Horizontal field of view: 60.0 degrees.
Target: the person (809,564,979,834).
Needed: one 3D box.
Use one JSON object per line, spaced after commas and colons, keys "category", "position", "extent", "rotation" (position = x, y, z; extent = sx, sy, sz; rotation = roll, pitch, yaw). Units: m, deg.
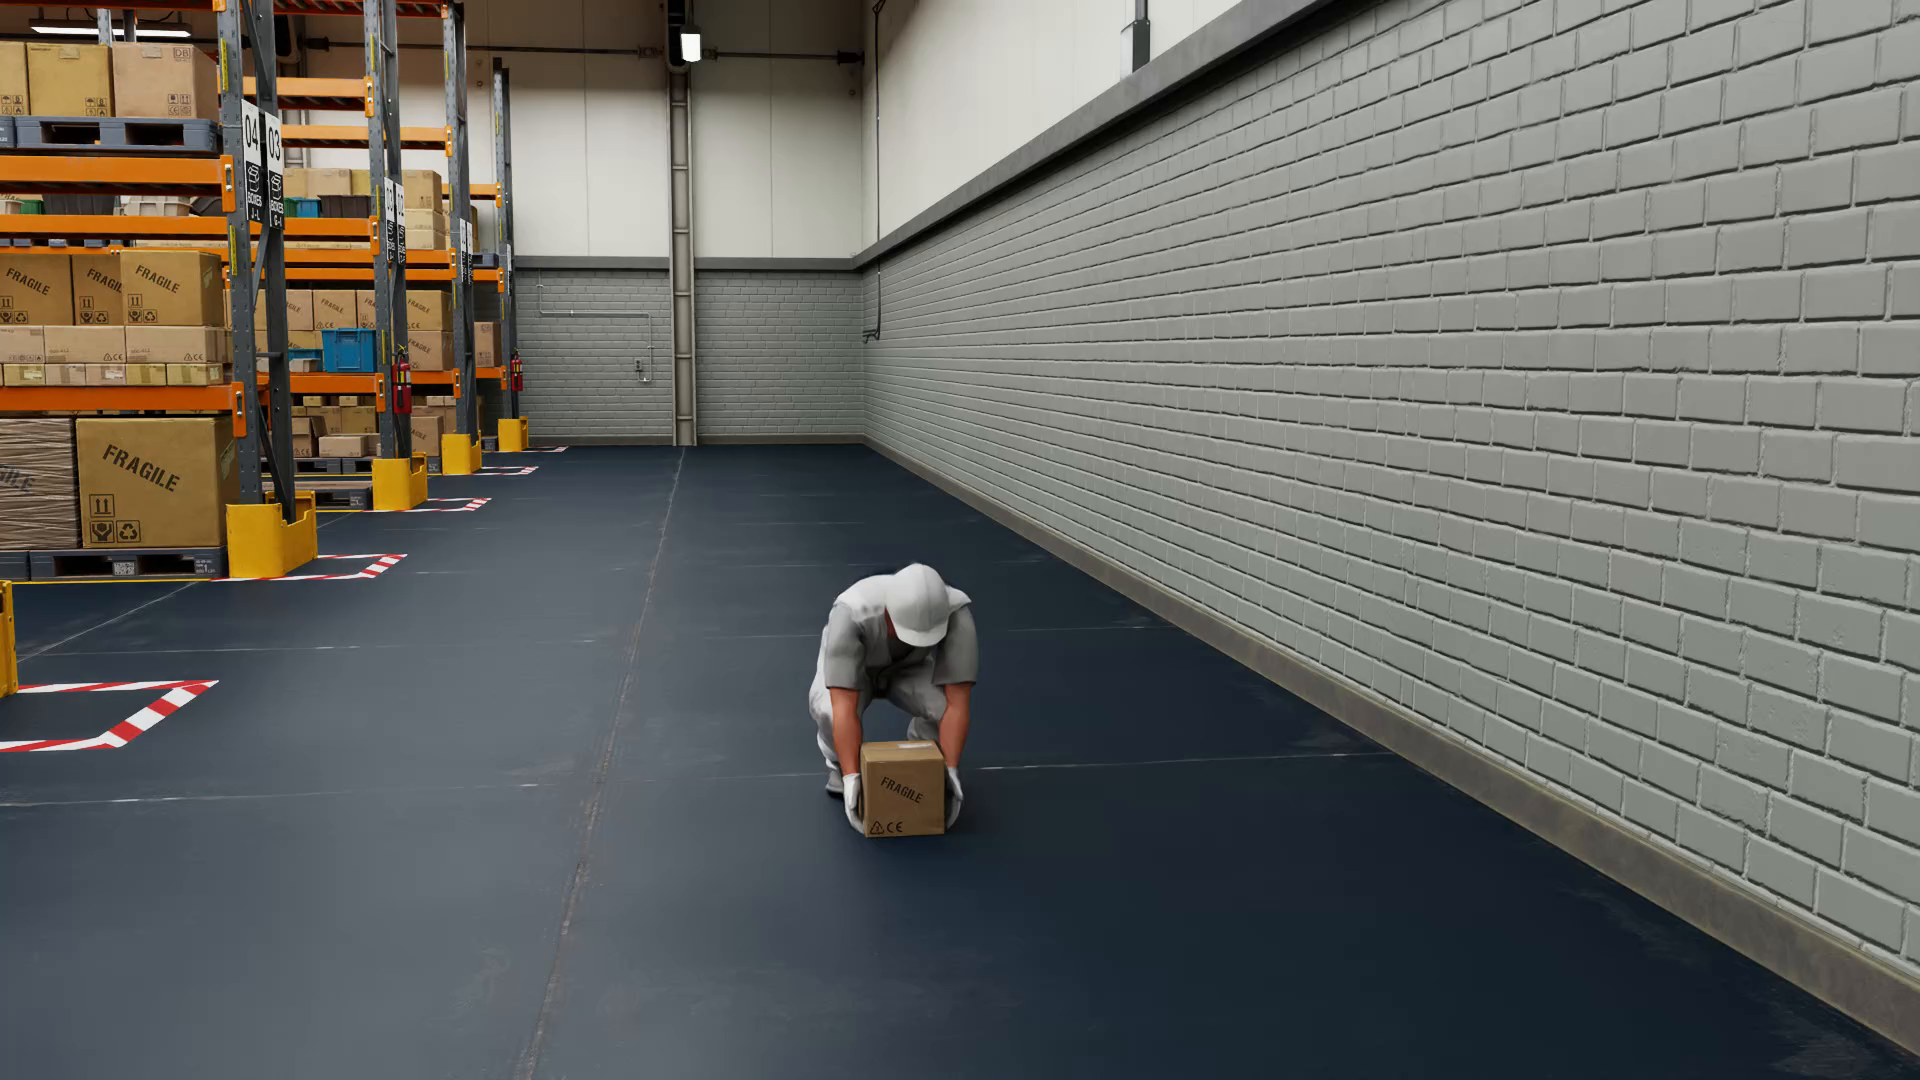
{"category": "person", "position": [-0.232, 0.475, 5.656], "extent": [0.564, 0.877, 0.891], "rotation": [-1, 6, -9]}
